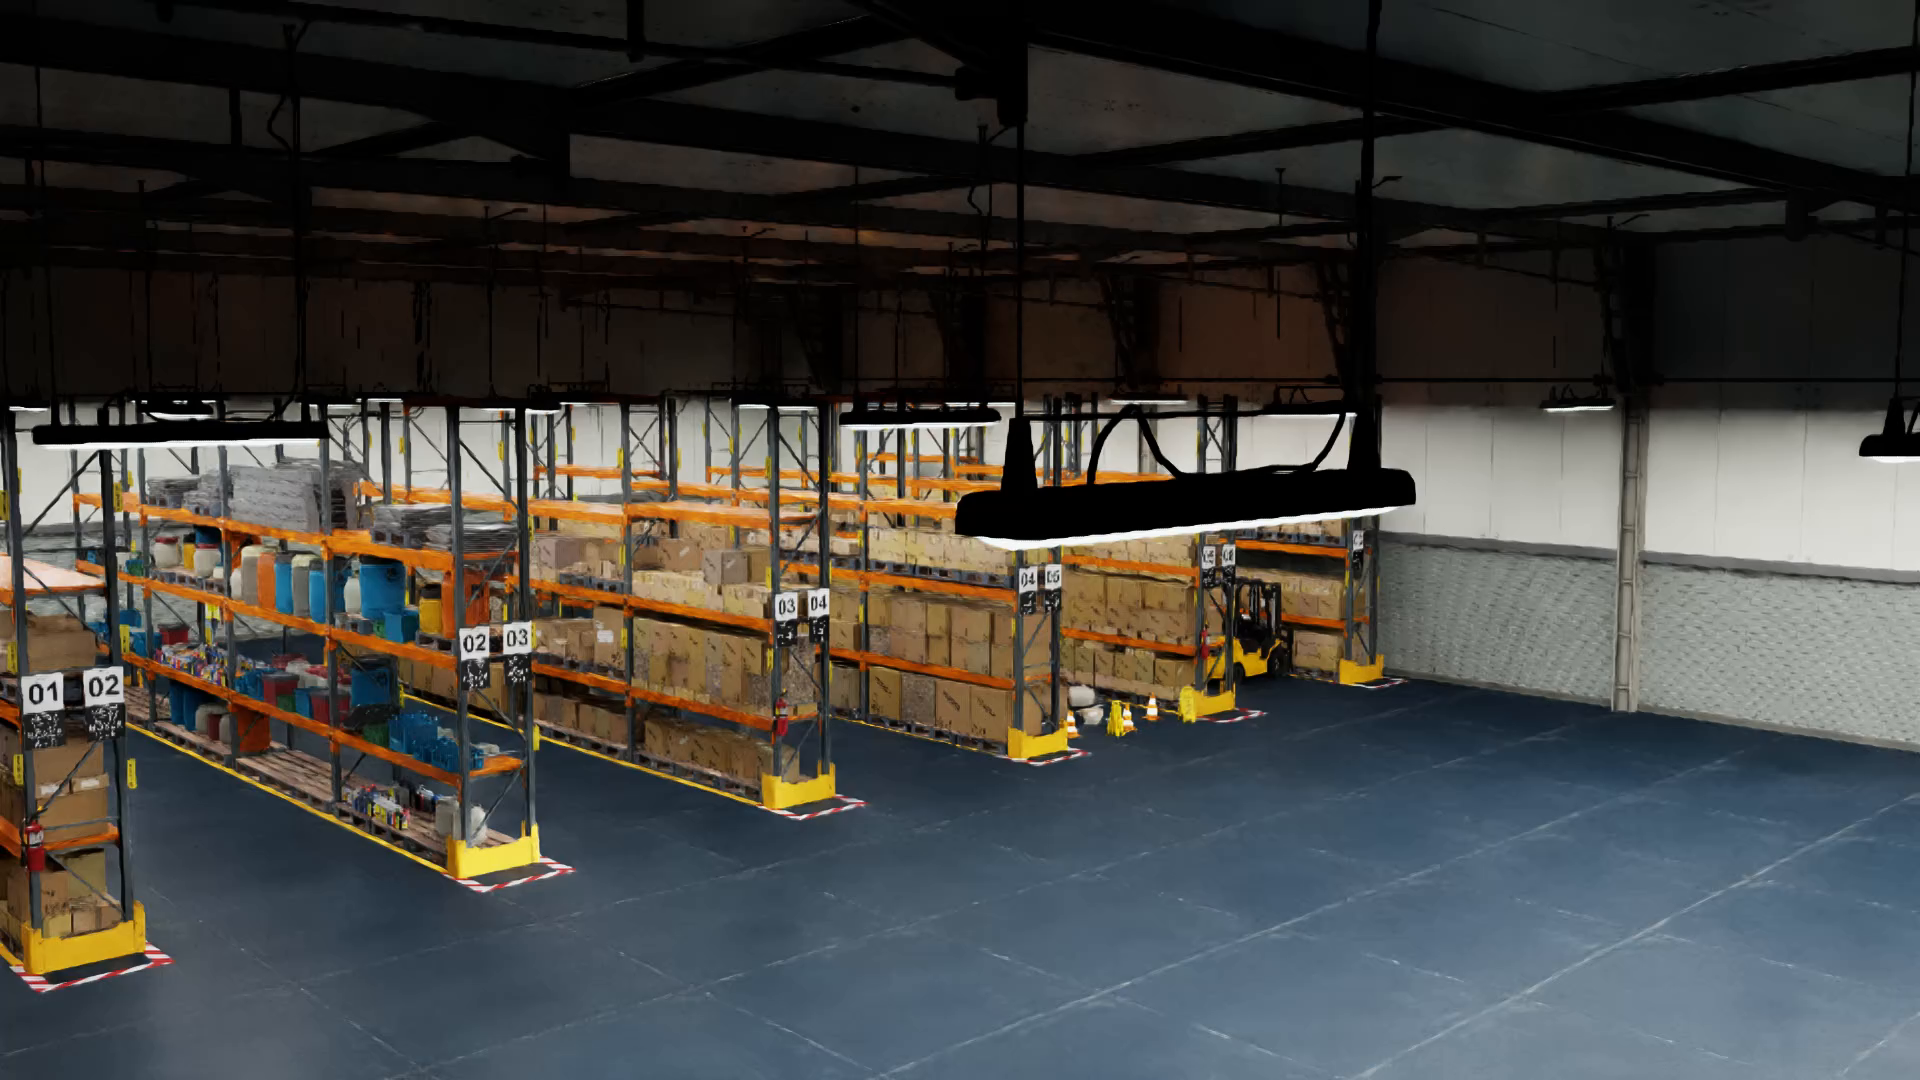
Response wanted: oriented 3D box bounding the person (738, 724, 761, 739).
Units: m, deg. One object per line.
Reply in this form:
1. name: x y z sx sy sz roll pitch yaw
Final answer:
1. person: -3.556 2.741 28.379 0.542 1.715 0.682 5 8 44

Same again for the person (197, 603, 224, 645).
1. person: -17.253 1.773 38.369 1.128 1.689 0.575 5 8 44

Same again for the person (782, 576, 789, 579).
1. person: -4.118 1.695 38.996 0.585 1.718 0.647 -2 6 -24

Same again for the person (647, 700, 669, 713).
1. person: -5.669 2.488 31.479 0.506 1.628 0.639 5 8 45
